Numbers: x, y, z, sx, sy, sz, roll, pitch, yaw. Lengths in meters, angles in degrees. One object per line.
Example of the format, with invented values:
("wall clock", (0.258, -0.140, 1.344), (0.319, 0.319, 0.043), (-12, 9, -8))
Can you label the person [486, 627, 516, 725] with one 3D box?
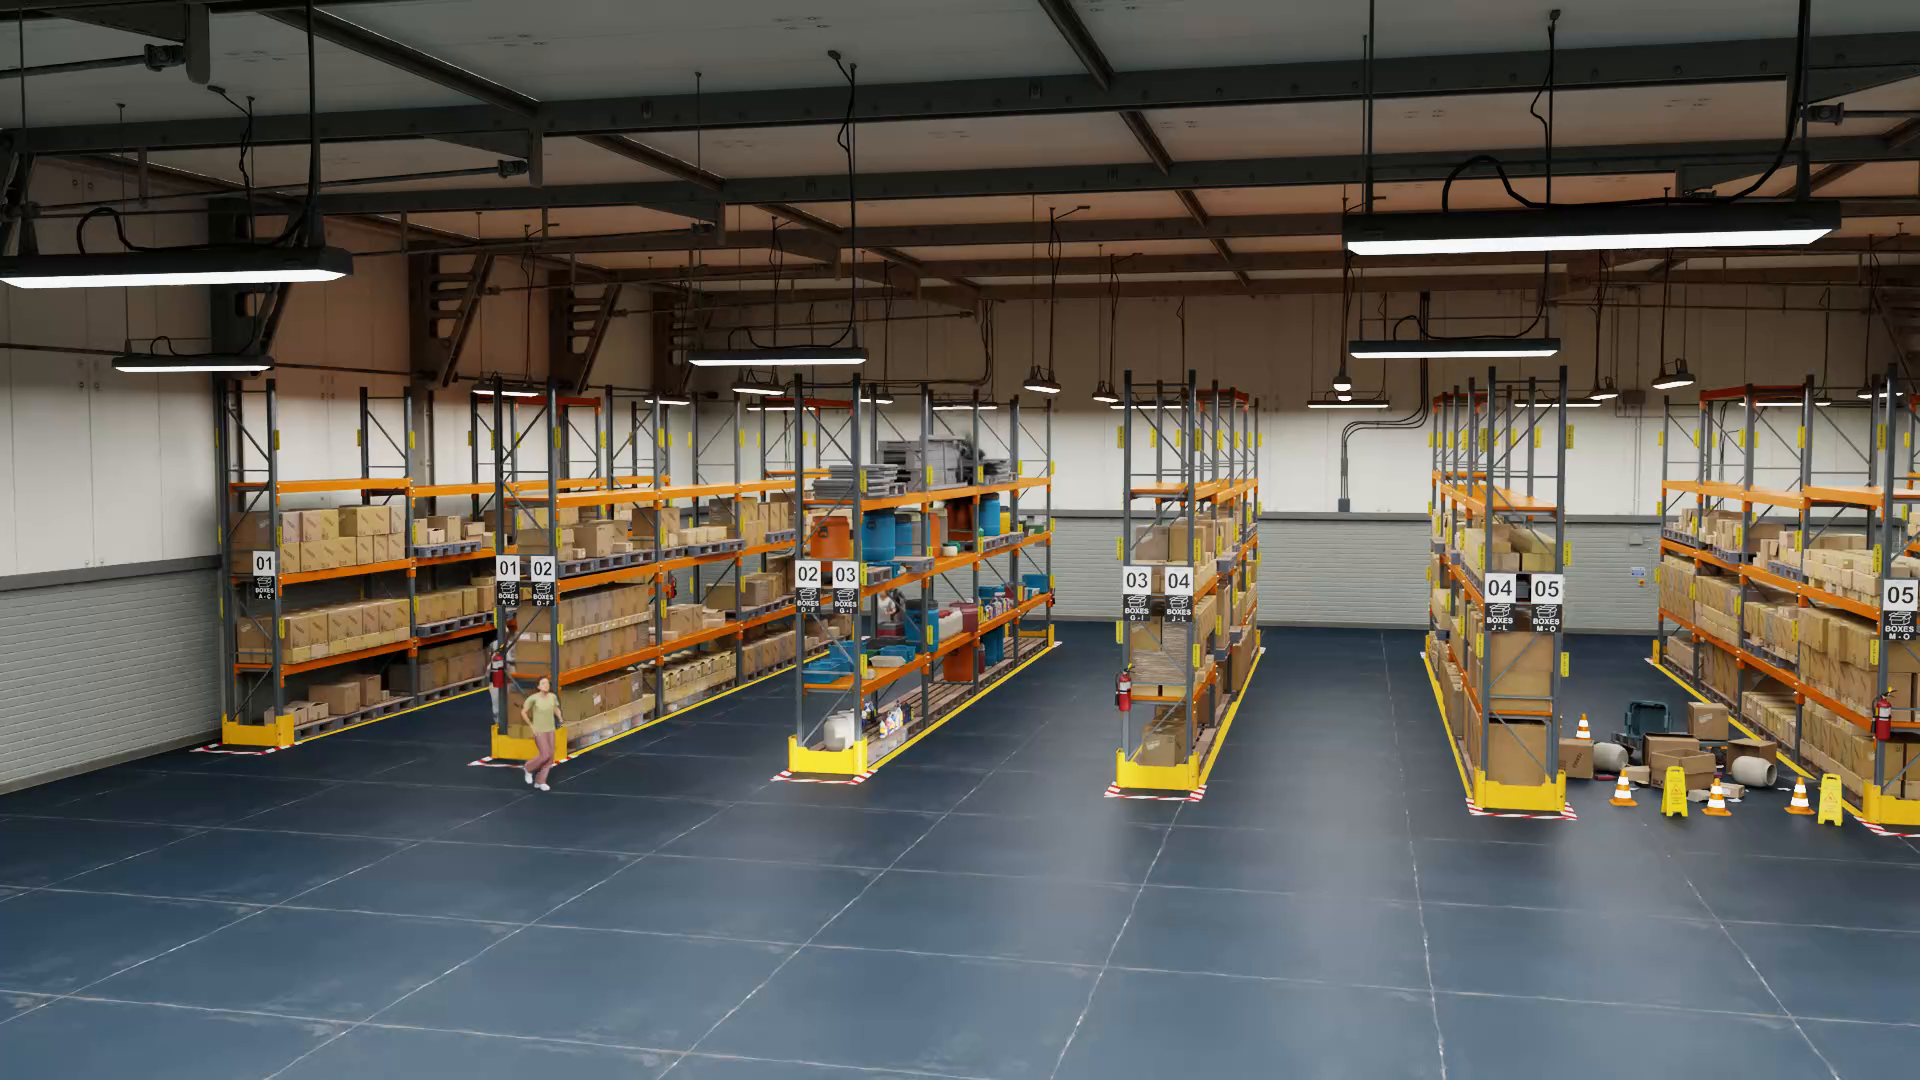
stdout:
("person", (-7.877, 2.381, 28.691), (0.643, 1.844, 0.876), (0, 3, -2))

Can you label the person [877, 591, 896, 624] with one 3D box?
("person", (-1.753, 1.886, 38.164), (0.567, 1.639, 0.780), (0, 3, 6))

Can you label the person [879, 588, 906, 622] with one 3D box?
("person", (-1.635, 1.782, 39.671), (0.626, 1.734, 0.687), (1, 3, 11))

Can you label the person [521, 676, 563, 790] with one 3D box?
("person", (-5.968, 2.759, 23.866), (0.568, 1.637, 0.570), (3, 5, 43))
